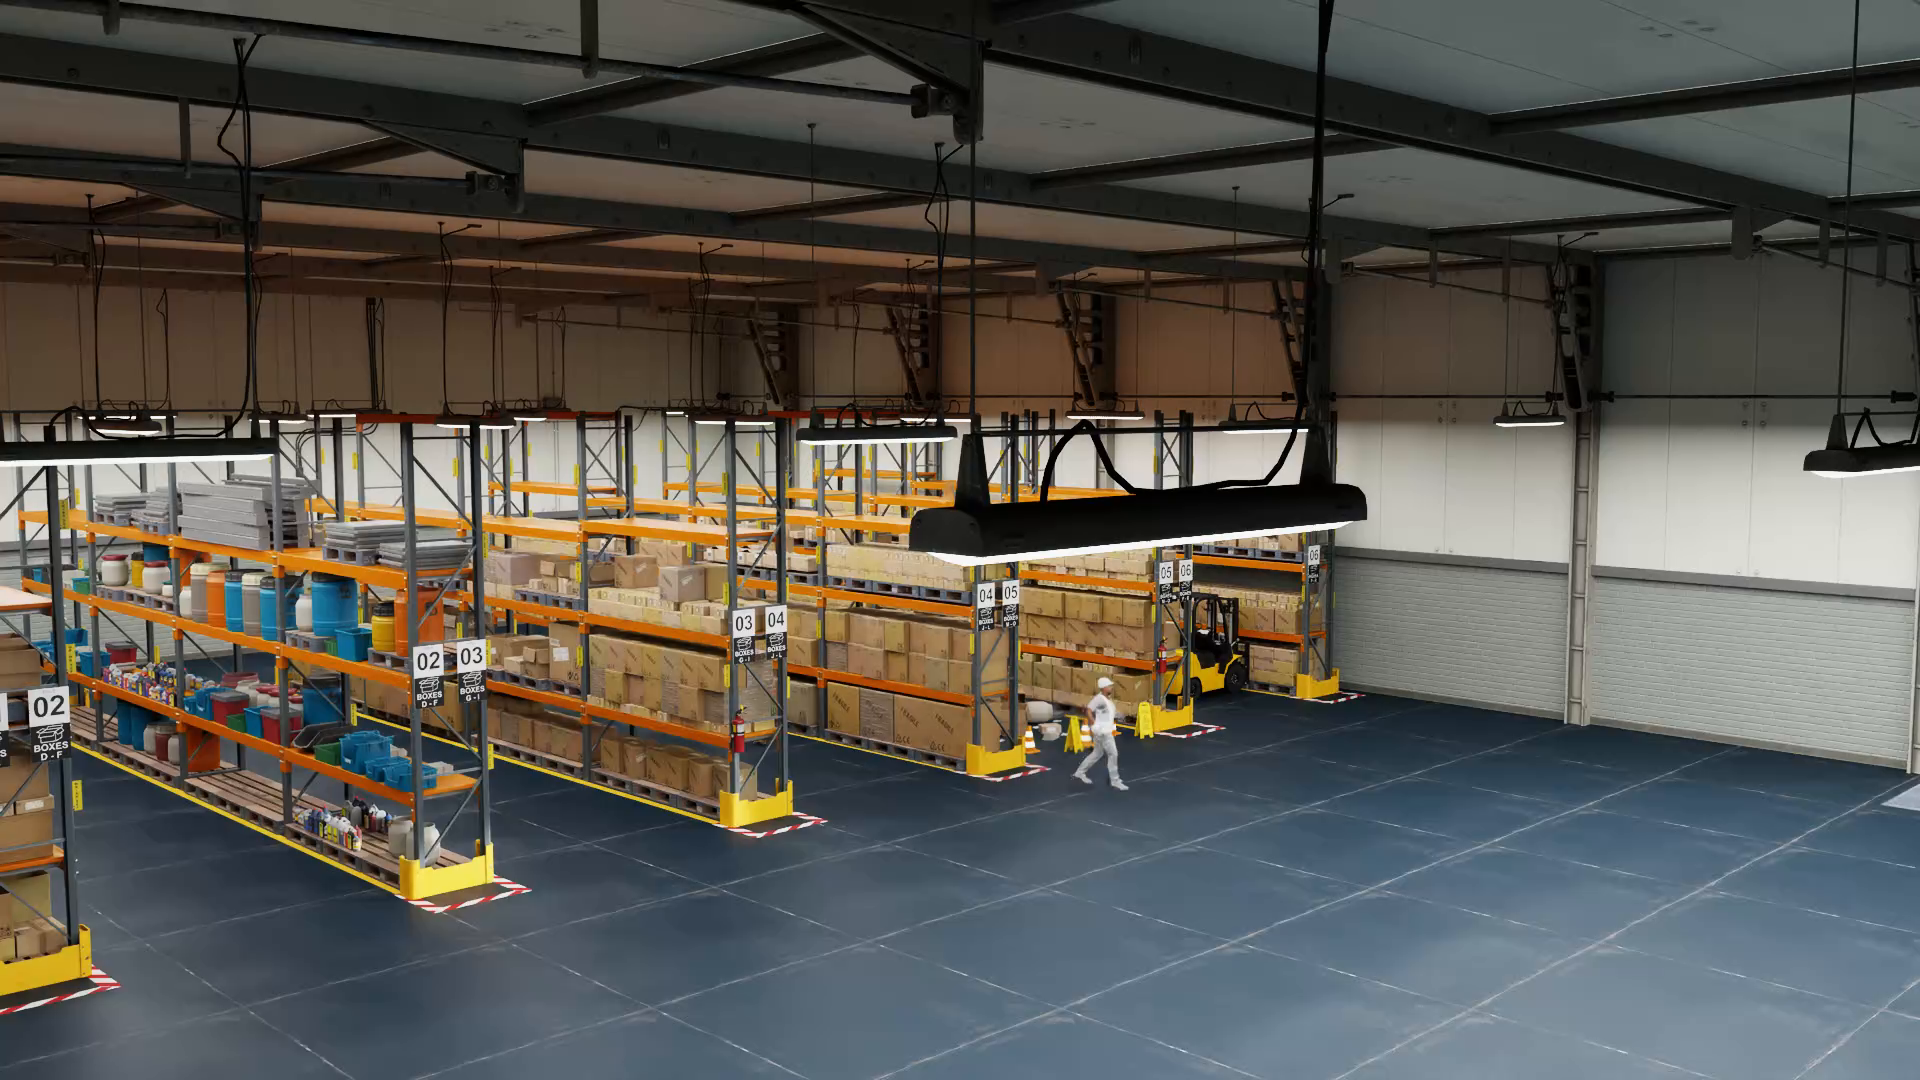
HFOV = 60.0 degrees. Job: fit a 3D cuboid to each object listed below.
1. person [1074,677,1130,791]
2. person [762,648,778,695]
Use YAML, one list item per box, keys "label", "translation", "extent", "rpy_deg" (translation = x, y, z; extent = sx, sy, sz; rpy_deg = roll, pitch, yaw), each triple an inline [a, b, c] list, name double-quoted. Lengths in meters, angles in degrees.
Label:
- label: "person"
  translation: [2.291, 3.108, 26.805]
  extent: [0.895, 1.811, 0.667]
  rpy_deg: [0, 5, 5]
- label: "person"
  translation: [-3.507, 2.376, 29.996]
  extent: [0.506, 0.872, 0.630]
  rpy_deg: [4, 6, 36]
